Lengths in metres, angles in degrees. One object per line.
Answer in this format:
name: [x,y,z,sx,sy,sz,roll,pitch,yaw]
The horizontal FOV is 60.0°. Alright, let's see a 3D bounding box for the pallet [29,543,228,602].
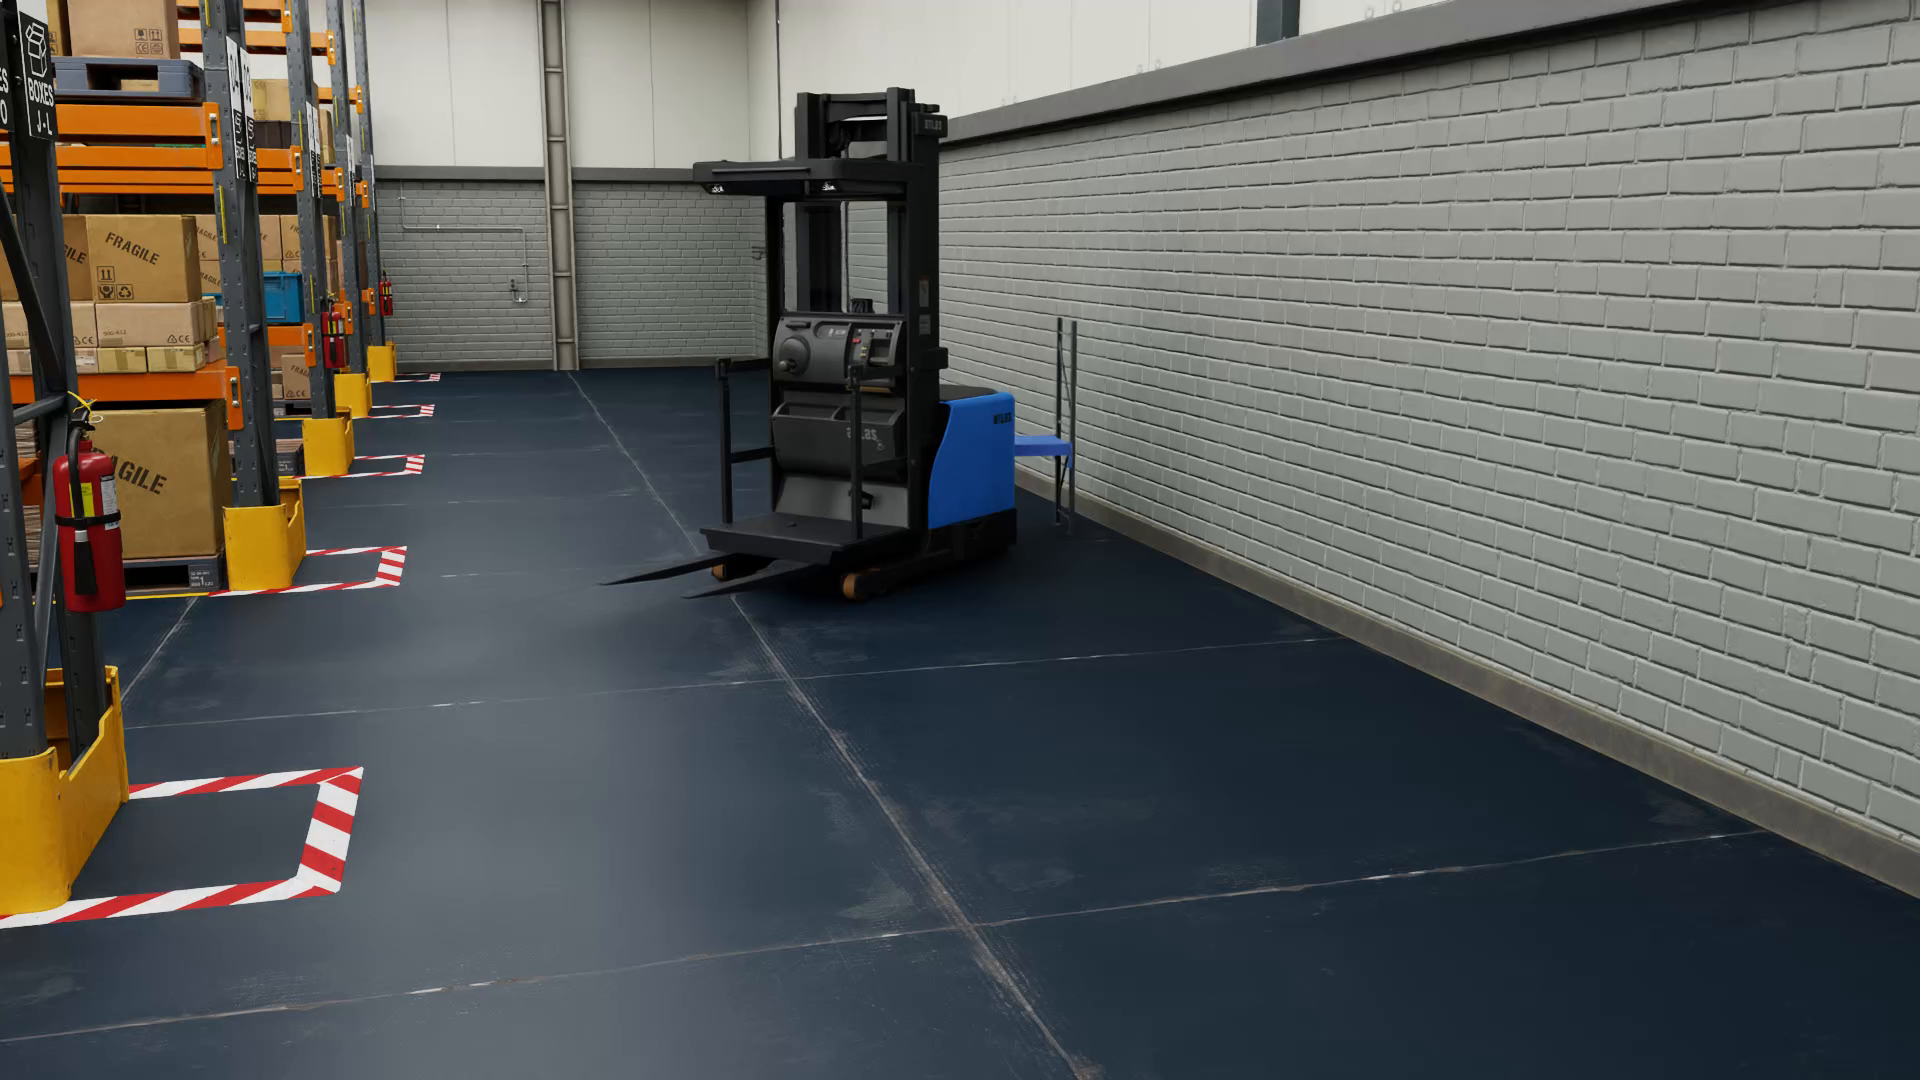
pallet: [-5.115,0.149,10.153,1.213,0.211,1.003,-3,11,-16]

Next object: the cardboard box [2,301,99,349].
cardboard box: [-5.248,-1.253,9.659,0.500,0.250,0.500,-3,11,-17]

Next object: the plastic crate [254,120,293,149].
plastic crate: [-6.201,-3.577,14.769,0.590,0.269,0.497,-3,11,-16]

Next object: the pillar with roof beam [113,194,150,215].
pillar with roof beam: [-10.730,-6.045,19.528,0.400,9.000,9.100,-3,11,-16]

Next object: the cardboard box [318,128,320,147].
cardboard box: [-7.557,-4.576,18.865,0.500,0.250,0.500,-3,11,-16]

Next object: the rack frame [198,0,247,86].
rack frame: [-4.369,-4.227,9.651,0.127,3.000,1.000,-3,11,-16]

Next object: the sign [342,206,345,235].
sign: [-6.999,-3.626,18.887,0.005,0.325,0.100,-3,11,-16]

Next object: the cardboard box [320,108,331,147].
cardboard box: [-9.149,-5.801,23.395,0.500,0.500,0.500,-3,11,-16]

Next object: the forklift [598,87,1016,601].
forklift: [-0.860,-1.183,9.879,1.130,2.935,3.031,7,12,33]

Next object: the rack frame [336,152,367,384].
rack frame: [-7.135,-2.999,19.550,0.127,3.000,1.000,-3,11,-16]

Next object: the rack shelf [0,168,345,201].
rack shelf: [-9.055,-4.019,18.794,4.000,0.370,1.077,-3,11,-16]

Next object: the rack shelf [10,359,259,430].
rack shelf: [-6.290,-0.821,9.710,4.000,0.370,1.077,-3,11,-16]

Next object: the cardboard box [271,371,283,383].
cardboard box: [-8.216,-1.859,19.740,0.500,0.250,0.500,-3,11,-16]

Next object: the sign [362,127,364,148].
sign: [-8.385,-5.636,23.366,0.005,0.325,0.100,-3,11,-16]

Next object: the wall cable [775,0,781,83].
wall cable: [-2.236,-7.520,22.170,0.112,2.526,3.097,-3,11,-16]

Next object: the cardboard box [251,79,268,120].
cardboard box: [-8.127,-4.975,18.964,0.500,0.500,0.700,-3,11,-16]

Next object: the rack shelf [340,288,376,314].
rack shelf: [-10.443,-3.405,23.742,4.000,0.370,1.077,-3,11,-16]

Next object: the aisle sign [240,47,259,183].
aisle sign: [-4.384,-2.611,10.262,0.004,0.787,0.394,-3,11,-16]

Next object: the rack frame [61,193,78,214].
rack frame: [-12.363,-3.657,23.127,0.127,3.000,1.000,-3,11,-16]

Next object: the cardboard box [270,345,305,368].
cardboard box: [-9.647,-2.759,23.990,0.500,0.500,0.700,-3,11,-16]

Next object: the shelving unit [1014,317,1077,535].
shelving unit: [0.249,-0.801,11.753,1.048,1.500,0.538,-2,11,-9]

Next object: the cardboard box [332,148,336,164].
cardboard box: [-9.292,-5.522,23.952,0.500,0.250,0.500,-2,11,-13]

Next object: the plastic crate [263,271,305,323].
plastic crate: [-6.023,-2.135,14.594,0.499,0.435,0.616,-3,11,-16]

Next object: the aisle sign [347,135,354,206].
aisle sign: [-6.984,-4.227,19.044,0.004,0.787,0.394,-3,11,-16]

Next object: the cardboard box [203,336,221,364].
cardboard box: [-4.803,-1.192,10.431,0.250,0.149,0.380,-3,11,-15]

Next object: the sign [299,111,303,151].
sign: [-5.584,-3.466,14.094,0.005,0.325,0.100,-3,11,-16]

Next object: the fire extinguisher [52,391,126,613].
fire extinguisher: [-2.709,-0.120,5.157,0.183,0.674,0.296,-3,11,-16]

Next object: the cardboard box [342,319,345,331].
cardboard box: [-9.103,-3.144,24.292,0.250,0.149,0.380,-3,11,-16]

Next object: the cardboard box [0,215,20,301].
cardboard box: [-5.882,-1.688,9.951,0.500,0.500,0.500,-3,11,-17]

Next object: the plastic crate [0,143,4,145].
plastic crate: [-7.968,-3.496,14.293,0.530,0.282,0.437,-3,11,-16]

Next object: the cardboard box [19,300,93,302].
cardboard box: [-5.403,-1.344,10.155,0.500,0.250,0.500,-3,11,-17]

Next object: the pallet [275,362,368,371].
pallet: [-9.269,-2.434,24.185,1.213,0.211,1.003,-3,11,-16]

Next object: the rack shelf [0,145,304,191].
rack shelf: [-7.674,-3.158,14.115,4.000,0.370,1.077,-3,11,-16]

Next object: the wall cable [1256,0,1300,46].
wall cable: [2.023,-5.496,7.660,0.120,5.999,2.277,-3,11,-16]

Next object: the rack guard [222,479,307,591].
rack guard: [-4.346,-0.048,10.427,0.348,0.500,1.175,-3,11,-16]

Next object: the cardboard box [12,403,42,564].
cardboard box: [-5.835,-0.346,9.847,0.875,0.875,0.875,-3,11,-16]

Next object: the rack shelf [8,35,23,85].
rack shelf: [-5.000,-1.429,4.727,4.000,0.370,1.077,-3,11,-16]

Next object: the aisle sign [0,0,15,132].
aisle sign: [-2.926,-1.639,4.985,0.004,0.787,0.394,-3,11,-16]

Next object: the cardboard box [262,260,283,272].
cardboard box: [-7.986,-2.951,19.015,0.500,0.500,0.500,-3,11,-15]

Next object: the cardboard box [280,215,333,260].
cardboard box: [-7.485,-3.469,19.068,0.500,0.500,0.500,-3,11,-16]

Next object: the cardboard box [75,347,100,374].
cardboard box: [-5.111,-1.051,9.667,0.250,0.149,0.380,-3,11,-16]
